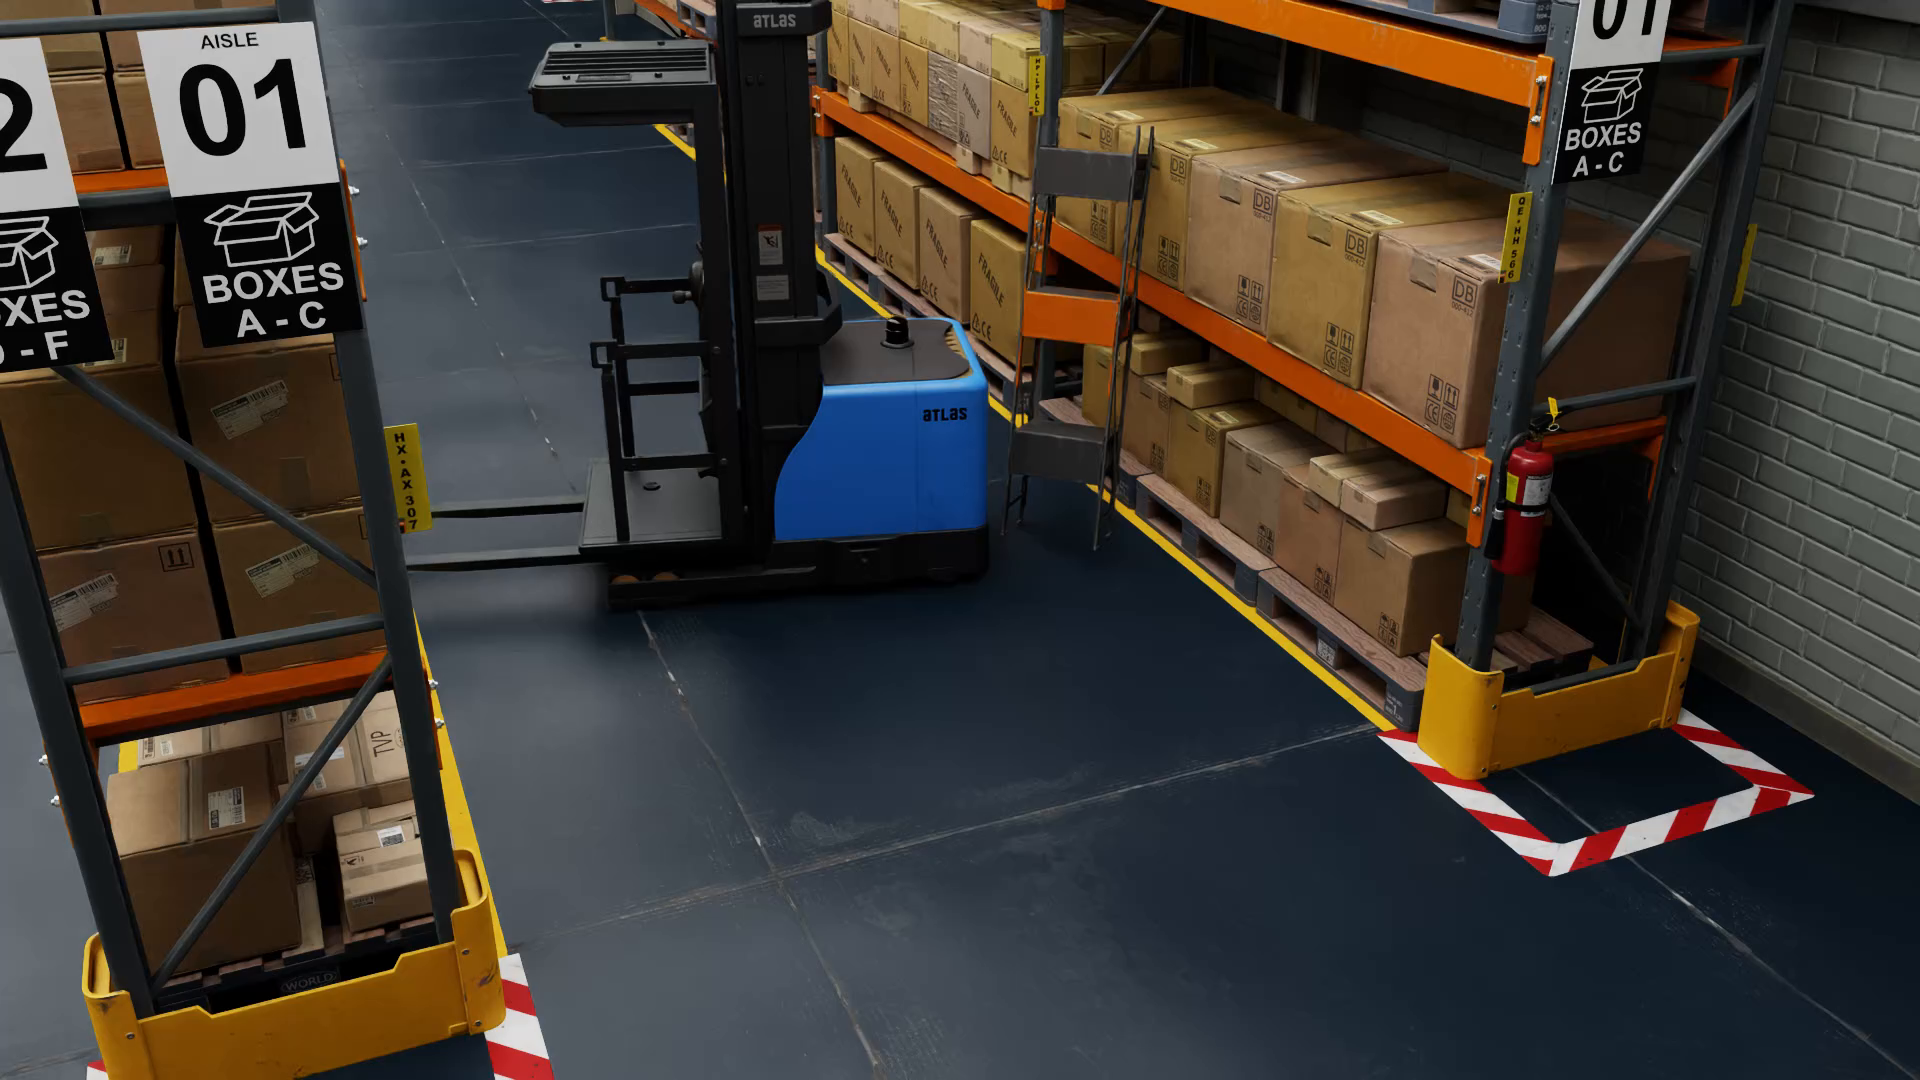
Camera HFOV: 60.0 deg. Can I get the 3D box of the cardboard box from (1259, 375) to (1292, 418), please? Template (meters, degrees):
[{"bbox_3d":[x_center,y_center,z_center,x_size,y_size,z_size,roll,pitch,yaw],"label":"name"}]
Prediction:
[{"bbox_3d":[1.766,-0.761,8.522,0.380,0.149,0.250,-11,28,-22],"label":"cardboard box"}]

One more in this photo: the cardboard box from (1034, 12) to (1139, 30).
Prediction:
[{"bbox_3d":[0.778,-3.121,10.393,0.500,0.250,0.500,-10,28,-20],"label":"cardboard box"}]

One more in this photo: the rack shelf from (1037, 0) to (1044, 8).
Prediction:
[{"bbox_3d":[0.146,-3.988,10.901,1.077,0.370,4.000,-11,28,-21],"label":"rack shelf"}]

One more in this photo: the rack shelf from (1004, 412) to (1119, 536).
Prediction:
[{"bbox_3d":[0.532,-0.349,8.592,0.480,0.518,0.431,9,15,15],"label":"rack shelf"}]

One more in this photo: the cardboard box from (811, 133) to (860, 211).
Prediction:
[{"bbox_3d":[-0.967,-3.127,14.084,0.700,0.500,0.500,-10,28,-20],"label":"cardboard box"}]

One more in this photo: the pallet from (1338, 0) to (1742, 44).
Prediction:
[{"bbox_3d":[2.196,-2.147,6.411,1.003,0.211,1.213,-11,28,-21],"label":"pallet"}]

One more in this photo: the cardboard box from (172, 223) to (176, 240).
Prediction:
[{"bbox_3d":[-3.298,-1.143,6.419,0.500,0.500,0.500,-11,28,-22],"label":"cardboard box"}]

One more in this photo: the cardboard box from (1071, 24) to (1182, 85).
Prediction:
[{"bbox_3d":[0.989,-2.911,9.963,0.500,0.250,0.500,-10,28,-19],"label":"cardboard box"}]

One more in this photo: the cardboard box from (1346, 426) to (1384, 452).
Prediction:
[{"bbox_3d":[2.066,-0.453,7.890,0.380,0.149,0.250,-10,28,-20],"label":"cardboard box"}]

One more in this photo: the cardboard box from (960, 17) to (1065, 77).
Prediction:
[{"bbox_3d":[0.320,-3.033,10.213,0.500,0.250,0.500,-10,28,-19],"label":"cardboard box"}]

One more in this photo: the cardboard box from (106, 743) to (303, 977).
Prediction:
[{"bbox_3d":[-2.500,1.060,5.508,0.500,0.500,0.500,-11,28,-21],"label":"cardboard box"}]

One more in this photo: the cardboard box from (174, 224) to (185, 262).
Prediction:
[{"bbox_3d":[-2.395,-0.820,5.757,0.500,0.500,0.500,-10,28,-20],"label":"cardboard box"}]

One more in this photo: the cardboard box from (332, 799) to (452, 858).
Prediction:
[{"bbox_3d":[-2.006,1.058,5.893,0.380,0.166,0.250,-11,28,-21],"label":"cardboard box"}]

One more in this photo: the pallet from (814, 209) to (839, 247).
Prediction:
[{"bbox_3d":[-0.942,-2.834,14.313,1.003,0.211,1.213,-11,28,-21],"label":"pallet"}]

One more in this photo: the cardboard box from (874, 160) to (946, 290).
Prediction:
[{"bbox_3d":[-0.132,-2.320,12.053,0.750,0.750,0.750,-11,28,-21],"label":"cardboard box"}]

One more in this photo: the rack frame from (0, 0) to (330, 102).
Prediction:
[{"bbox_3d":[-2.060,-2.385,3.377,1.000,3.000,0.127,-11,28,-21],"label":"rack frame"}]

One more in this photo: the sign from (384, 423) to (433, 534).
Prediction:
[{"bbox_3d":[-1.561,-0.171,4.695,0.100,0.325,0.005,-11,28,-21],"label":"sign"}]

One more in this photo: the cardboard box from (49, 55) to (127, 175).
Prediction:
[{"bbox_3d":[-2.504,-1.131,4.400,0.500,0.250,0.500,-11,28,-21],"label":"cardboard box"}]

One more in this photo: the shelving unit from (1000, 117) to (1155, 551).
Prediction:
[{"bbox_3d":[0.589,-1.038,8.414,0.503,2.100,0.431,9,15,15],"label":"shelving unit"}]

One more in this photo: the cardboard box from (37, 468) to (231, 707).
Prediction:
[{"bbox_3d":[-2.486,0.132,4.946,0.500,0.500,0.500,-10,28,-19],"label":"cardboard box"}]

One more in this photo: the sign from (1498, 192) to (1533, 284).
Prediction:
[{"bbox_3d":[1.991,-1.080,5.954,0.100,0.325,0.005,-11,28,-21],"label":"sign"}]

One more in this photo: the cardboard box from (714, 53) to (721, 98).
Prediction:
[{"bbox_3d":[-2.647,-4.872,17.658,0.500,0.500,0.500,-13,29,-24],"label":"cardboard box"}]

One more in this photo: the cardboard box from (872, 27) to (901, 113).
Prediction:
[{"bbox_3d":[-0.292,-3.305,11.624,0.500,0.500,0.500,-11,28,-21],"label":"cardboard box"}]

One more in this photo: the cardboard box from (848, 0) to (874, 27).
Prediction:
[{"bbox_3d":[-0.485,-3.851,11.888,0.500,0.250,0.500,-11,28,-21],"label":"cardboard box"}]

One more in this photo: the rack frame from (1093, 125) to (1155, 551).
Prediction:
[{"bbox_3d":[0.822,-1.002,8.350,0.015,2.100,0.400,9,15,15],"label":"rack frame"}]

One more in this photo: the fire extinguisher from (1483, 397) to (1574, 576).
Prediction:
[{"bbox_3d":[2.131,-0.199,6.252,0.296,0.674,0.183,-11,28,-21],"label":"fire extinguisher"}]

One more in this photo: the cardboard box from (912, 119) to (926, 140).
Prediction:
[{"bbox_3d":[-0.110,-2.877,11.487,0.380,0.149,0.250,-10,28,-20],"label":"cardboard box"}]

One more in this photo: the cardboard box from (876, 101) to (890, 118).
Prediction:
[{"bbox_3d":[-0.392,-3.189,12.126,0.380,0.149,0.250,-11,28,-21],"label":"cardboard box"}]

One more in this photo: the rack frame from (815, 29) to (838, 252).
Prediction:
[{"bbox_3d":[-0.637,-3.771,13.055,1.000,3.000,0.127,-11,28,-21],"label":"rack frame"}]

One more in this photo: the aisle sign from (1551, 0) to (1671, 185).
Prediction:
[{"bbox_3d":[2.248,-1.629,5.704,0.394,0.787,0.004,-11,28,-21],"label":"aisle sign"}]

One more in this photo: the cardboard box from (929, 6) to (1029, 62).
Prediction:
[{"bbox_3d":[0.120,-3.239,10.635,0.500,0.250,0.500,-10,28,-20],"label":"cardboard box"}]

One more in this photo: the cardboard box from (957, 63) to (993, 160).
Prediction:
[{"bbox_3d":[0.308,-2.691,10.367,0.500,0.500,0.500,-10,28,-20],"label":"cardboard box"}]

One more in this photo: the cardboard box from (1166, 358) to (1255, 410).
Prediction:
[{"bbox_3d":[1.299,-0.813,8.628,0.380,0.149,0.250,-11,28,-22],"label":"cardboard box"}]

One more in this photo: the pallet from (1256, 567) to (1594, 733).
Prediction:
[{"bbox_3d":[2.111,0.402,7.685,1.003,0.211,1.213,-11,28,-21],"label":"pallet"}]

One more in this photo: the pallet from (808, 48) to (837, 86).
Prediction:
[{"bbox_3d":[-1.014,-3.954,13.648,1.213,0.211,1.003,-11,28,-21],"label":"pallet"}]

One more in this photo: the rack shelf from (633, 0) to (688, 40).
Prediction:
[{"bbox_3d":[-2.987,-5.870,18.173,1.077,0.370,4.000,-11,28,-21],"label":"rack shelf"}]

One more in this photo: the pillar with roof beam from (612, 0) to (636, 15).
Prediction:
[{"bbox_3d":[-9.011,-11.245,21.525,9.100,9.000,0.400,-11,28,-21],"label":"pillar with roof beam"}]

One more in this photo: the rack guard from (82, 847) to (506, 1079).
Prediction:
[{"bbox_3d":[-2.090,1.404,5.305,1.175,0.500,0.348,-11,28,-21],"label":"rack guard"}]

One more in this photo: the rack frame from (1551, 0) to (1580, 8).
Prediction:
[{"bbox_3d":[2.496,-3.237,5.124,1.000,3.000,0.127,-11,28,-21],"label":"rack frame"}]

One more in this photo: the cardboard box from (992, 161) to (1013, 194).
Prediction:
[{"bbox_3d":[0.416,-2.238,10.178,0.380,0.149,0.250,-10,28,-20],"label":"cardboard box"}]

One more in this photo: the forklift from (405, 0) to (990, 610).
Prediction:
[{"bbox_3d":[-1.414,-1.226,7.920,3.031,2.935,1.130,-4,26,-8],"label":"forklift"}]

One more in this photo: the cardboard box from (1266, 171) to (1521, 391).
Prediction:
[{"bbox_3d":[1.992,-1.172,7.390,0.980,0.700,0.700,-11,28,-21],"label":"cardboard box"}]

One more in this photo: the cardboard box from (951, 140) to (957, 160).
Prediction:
[{"bbox_3d":[0.164,-2.557,10.831,0.380,0.149,0.250,-11,28,-21],"label":"cardboard box"}]

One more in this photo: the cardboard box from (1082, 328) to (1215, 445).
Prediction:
[{"bbox_3d":[1.128,-0.902,9.549,0.700,0.500,0.500,-10,28,-20],"label":"cardboard box"}]

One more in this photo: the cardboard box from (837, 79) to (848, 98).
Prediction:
[{"bbox_3d":[-0.721,-3.494,12.752,0.380,0.149,0.250,-11,28,-21],"label":"cardboard box"}]

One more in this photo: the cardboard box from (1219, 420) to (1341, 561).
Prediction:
[{"bbox_3d":[1.736,-0.277,8.269,0.700,0.500,0.500,-12,28,-22],"label":"cardboard box"}]

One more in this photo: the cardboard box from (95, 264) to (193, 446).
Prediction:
[{"bbox_3d":[-2.686,-0.519,5.141,0.500,0.500,0.500,-10,28,-19],"label":"cardboard box"}]

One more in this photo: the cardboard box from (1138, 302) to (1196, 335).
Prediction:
[{"bbox_3d":[1.254,-1.286,9.597,0.380,0.149,0.250,-11,28,-21],"label":"cardboard box"}]

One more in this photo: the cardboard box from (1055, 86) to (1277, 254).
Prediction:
[{"bbox_3d":[1.127,-2.069,9.227,0.980,0.700,0.700,-10,28,-20],"label":"cardboard box"}]

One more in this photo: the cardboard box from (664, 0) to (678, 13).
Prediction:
[{"bbox_3d":[-2.668,-5.467,16.675,0.500,0.250,0.500,-11,28,-20],"label":"cardboard box"}]
